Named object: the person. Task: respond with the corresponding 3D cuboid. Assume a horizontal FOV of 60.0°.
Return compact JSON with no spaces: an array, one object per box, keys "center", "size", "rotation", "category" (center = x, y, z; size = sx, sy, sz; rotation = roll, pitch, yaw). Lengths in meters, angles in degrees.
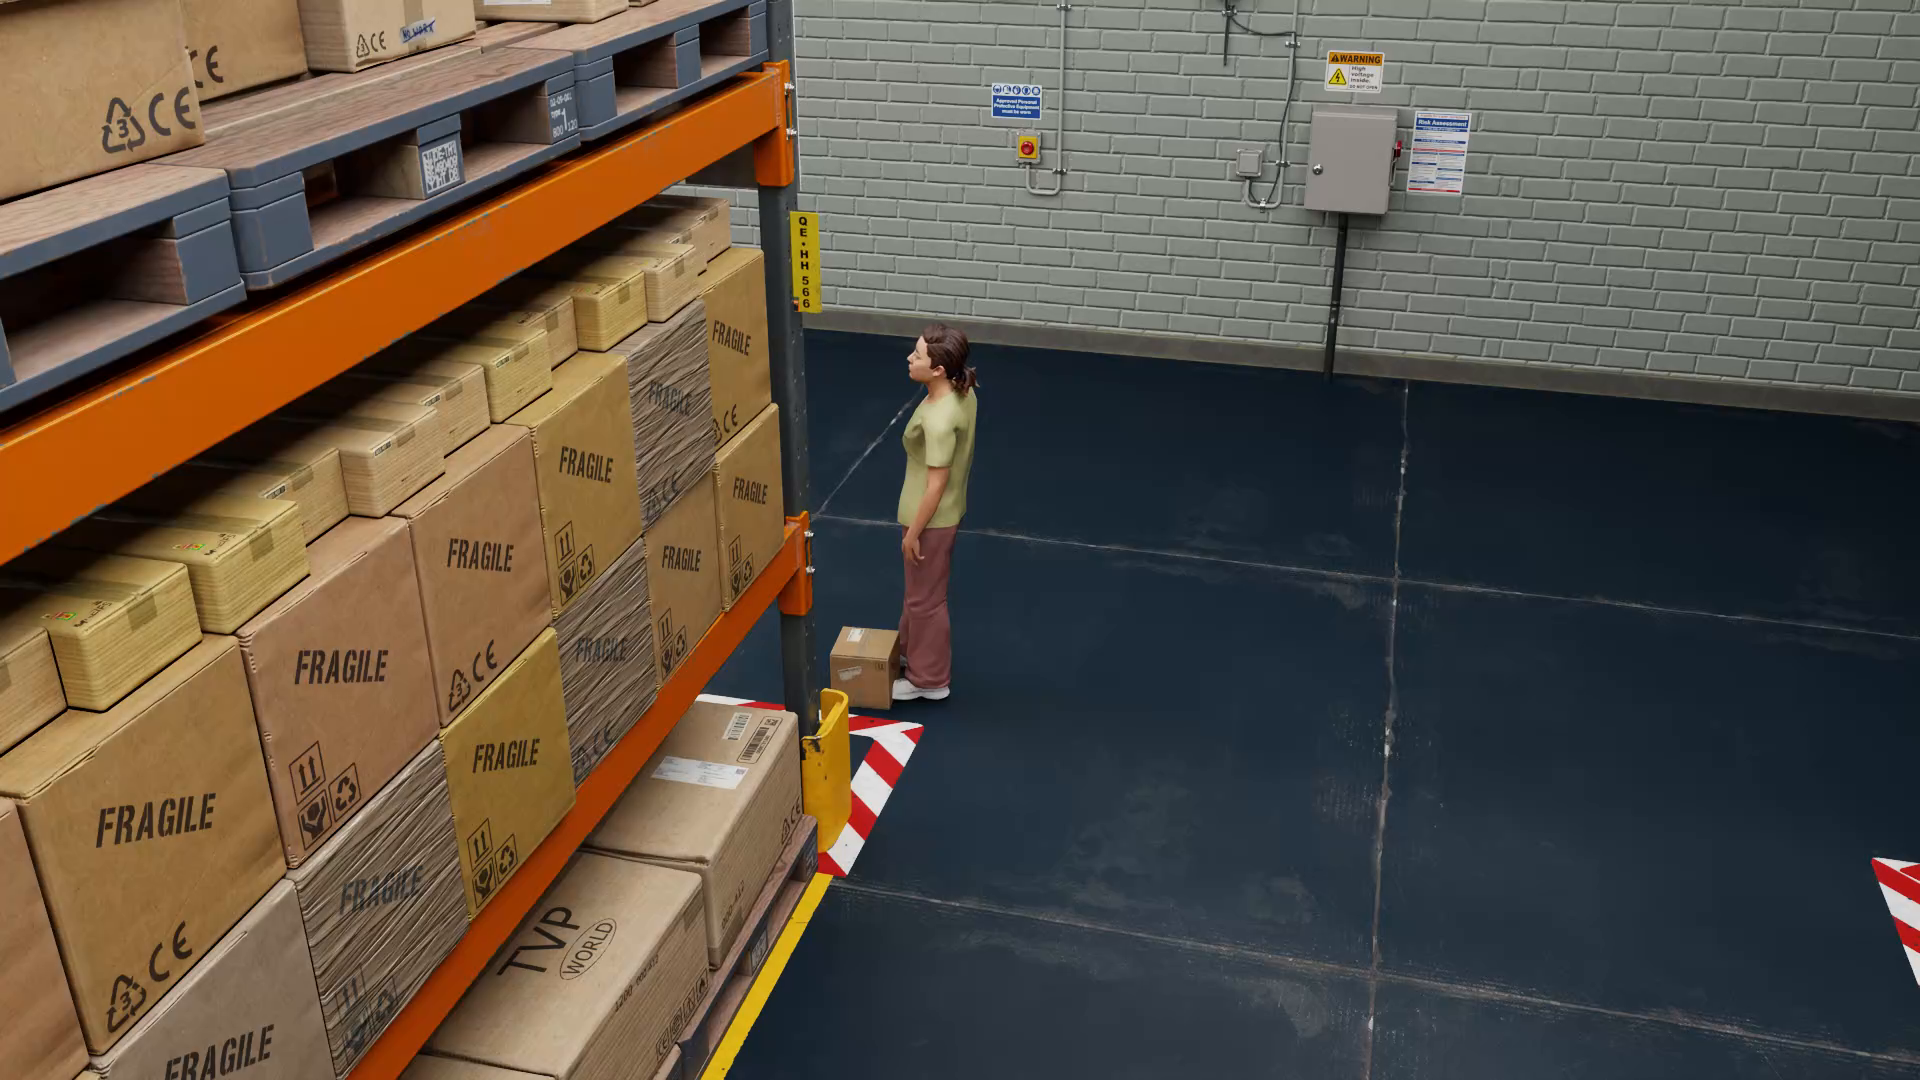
[{"center":[-0.183,-0.099,6.799],"size":[0.549,1.676,0.555],"rotation":[5,26,11],"category":"person"}]
